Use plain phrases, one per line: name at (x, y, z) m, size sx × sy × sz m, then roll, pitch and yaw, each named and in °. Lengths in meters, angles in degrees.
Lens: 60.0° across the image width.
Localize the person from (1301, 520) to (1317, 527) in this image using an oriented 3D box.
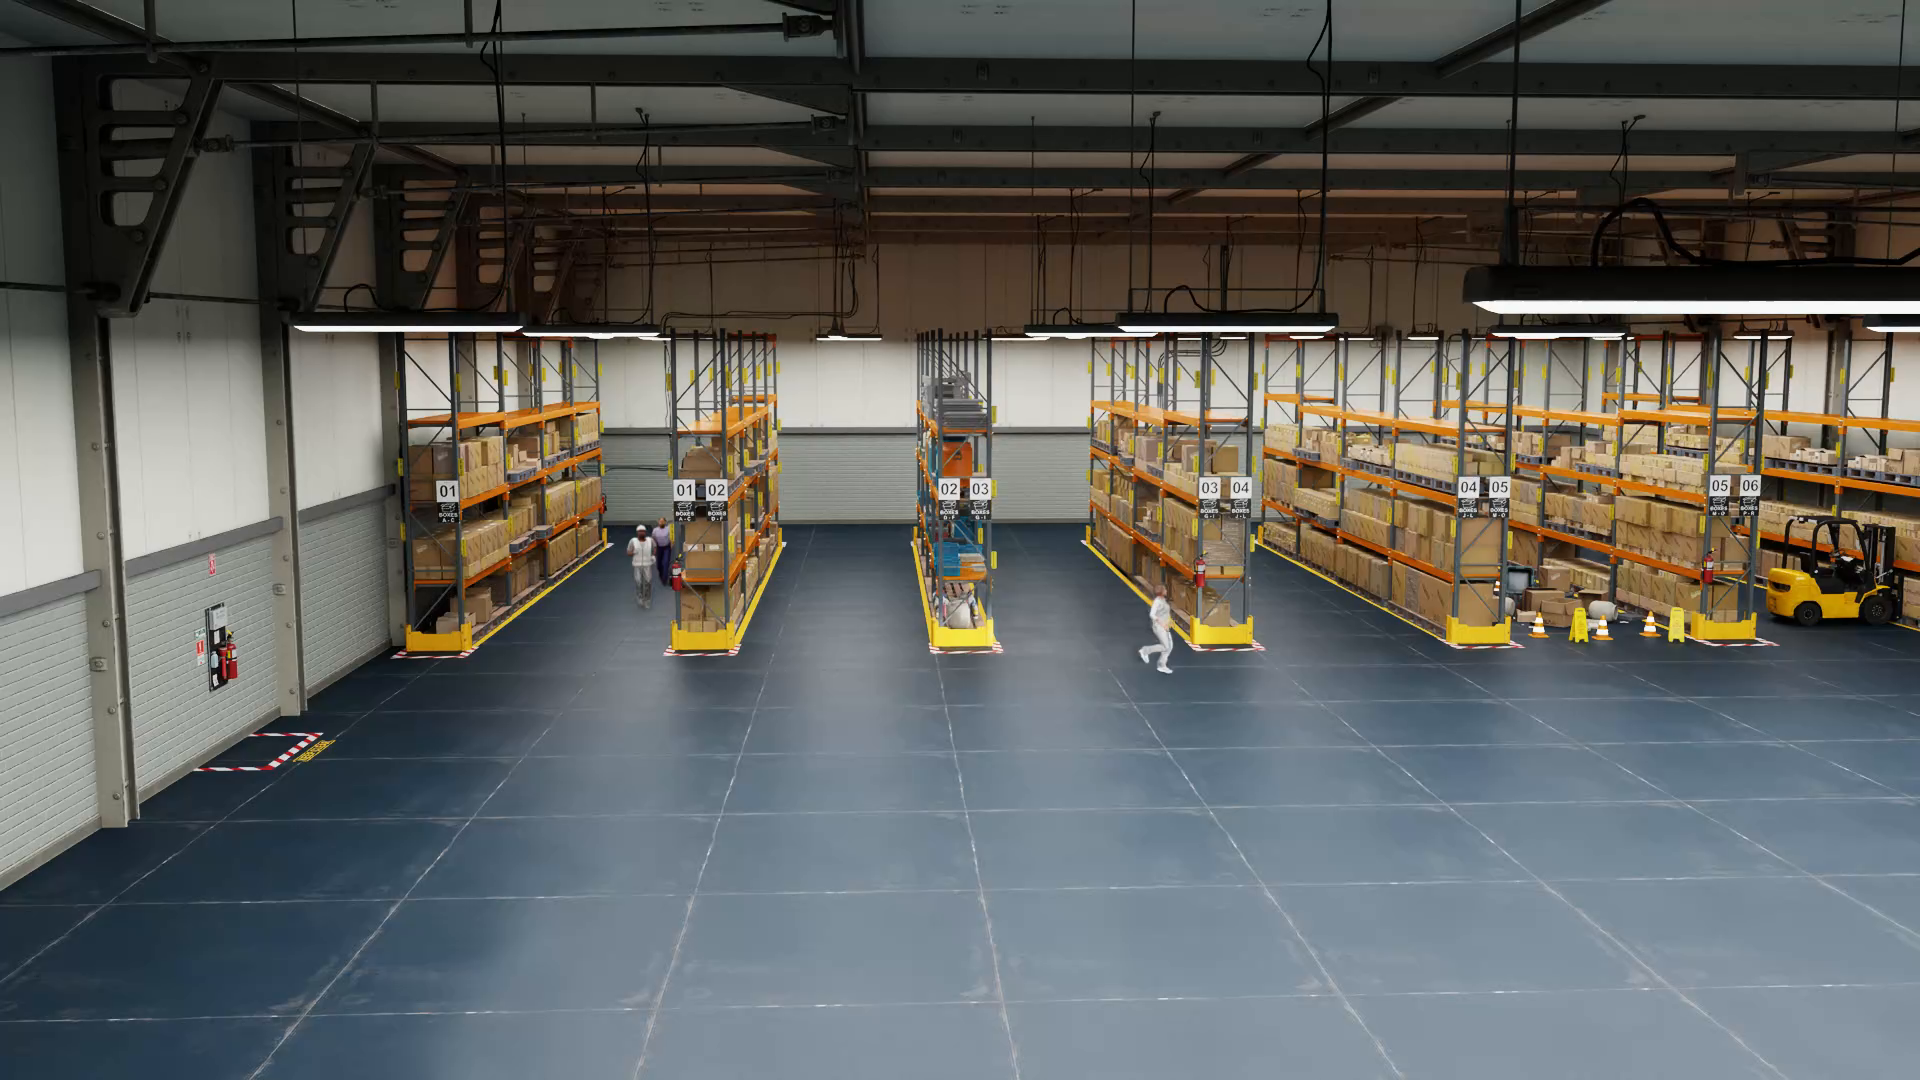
person at (10.270, -0.930, 49.055) m, size 0.878 × 1.863 × 0.634 m, roll 0°, pitch 7°, yaw -2°

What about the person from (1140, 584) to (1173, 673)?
person at (3.448, 1.541, 29.084) m, size 0.577 × 1.563 × 0.536 m, roll 2°, pitch 7°, yaw 20°

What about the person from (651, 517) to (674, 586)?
person at (-7.082, 0.261, 39.701) m, size 0.607 × 1.636 × 0.769 m, roll -1°, pitch 7°, yaw -5°

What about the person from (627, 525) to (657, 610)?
person at (-6.879, 0.593, 36.027) m, size 0.654 × 1.835 × 0.735 m, roll -1°, pitch 7°, yaw -11°
